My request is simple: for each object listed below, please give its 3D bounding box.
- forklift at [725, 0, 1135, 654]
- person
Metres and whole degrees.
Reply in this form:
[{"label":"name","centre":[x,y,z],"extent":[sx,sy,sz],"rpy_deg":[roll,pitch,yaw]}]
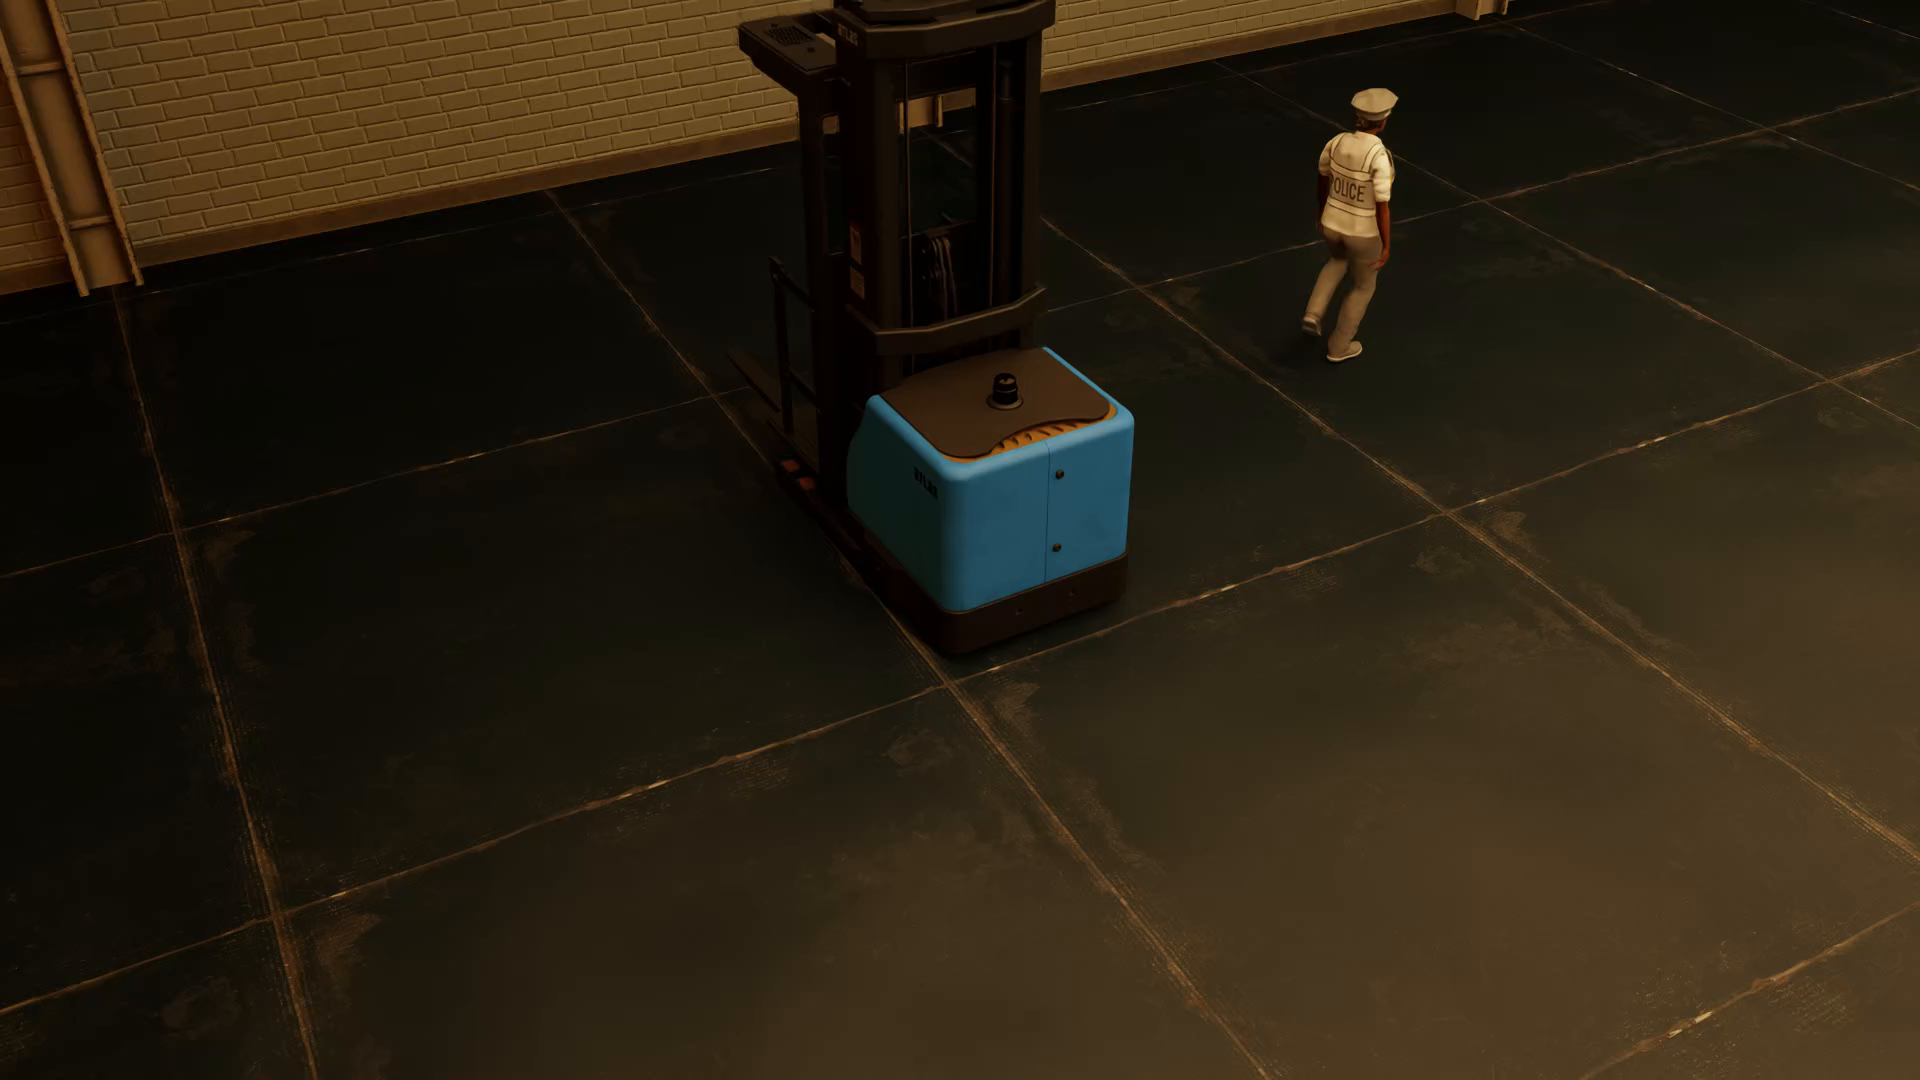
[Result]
[{"label":"forklift","centre":[-0.351,-1.491,8.232],"extent":[1.130,2.935,3.031],"rpy_deg":[-18,39,-24]},{"label":"person","centre":[2.357,-1.860,9.872],"extent":[0.449,1.646,0.595],"rpy_deg":[-27,44,-33]}]
